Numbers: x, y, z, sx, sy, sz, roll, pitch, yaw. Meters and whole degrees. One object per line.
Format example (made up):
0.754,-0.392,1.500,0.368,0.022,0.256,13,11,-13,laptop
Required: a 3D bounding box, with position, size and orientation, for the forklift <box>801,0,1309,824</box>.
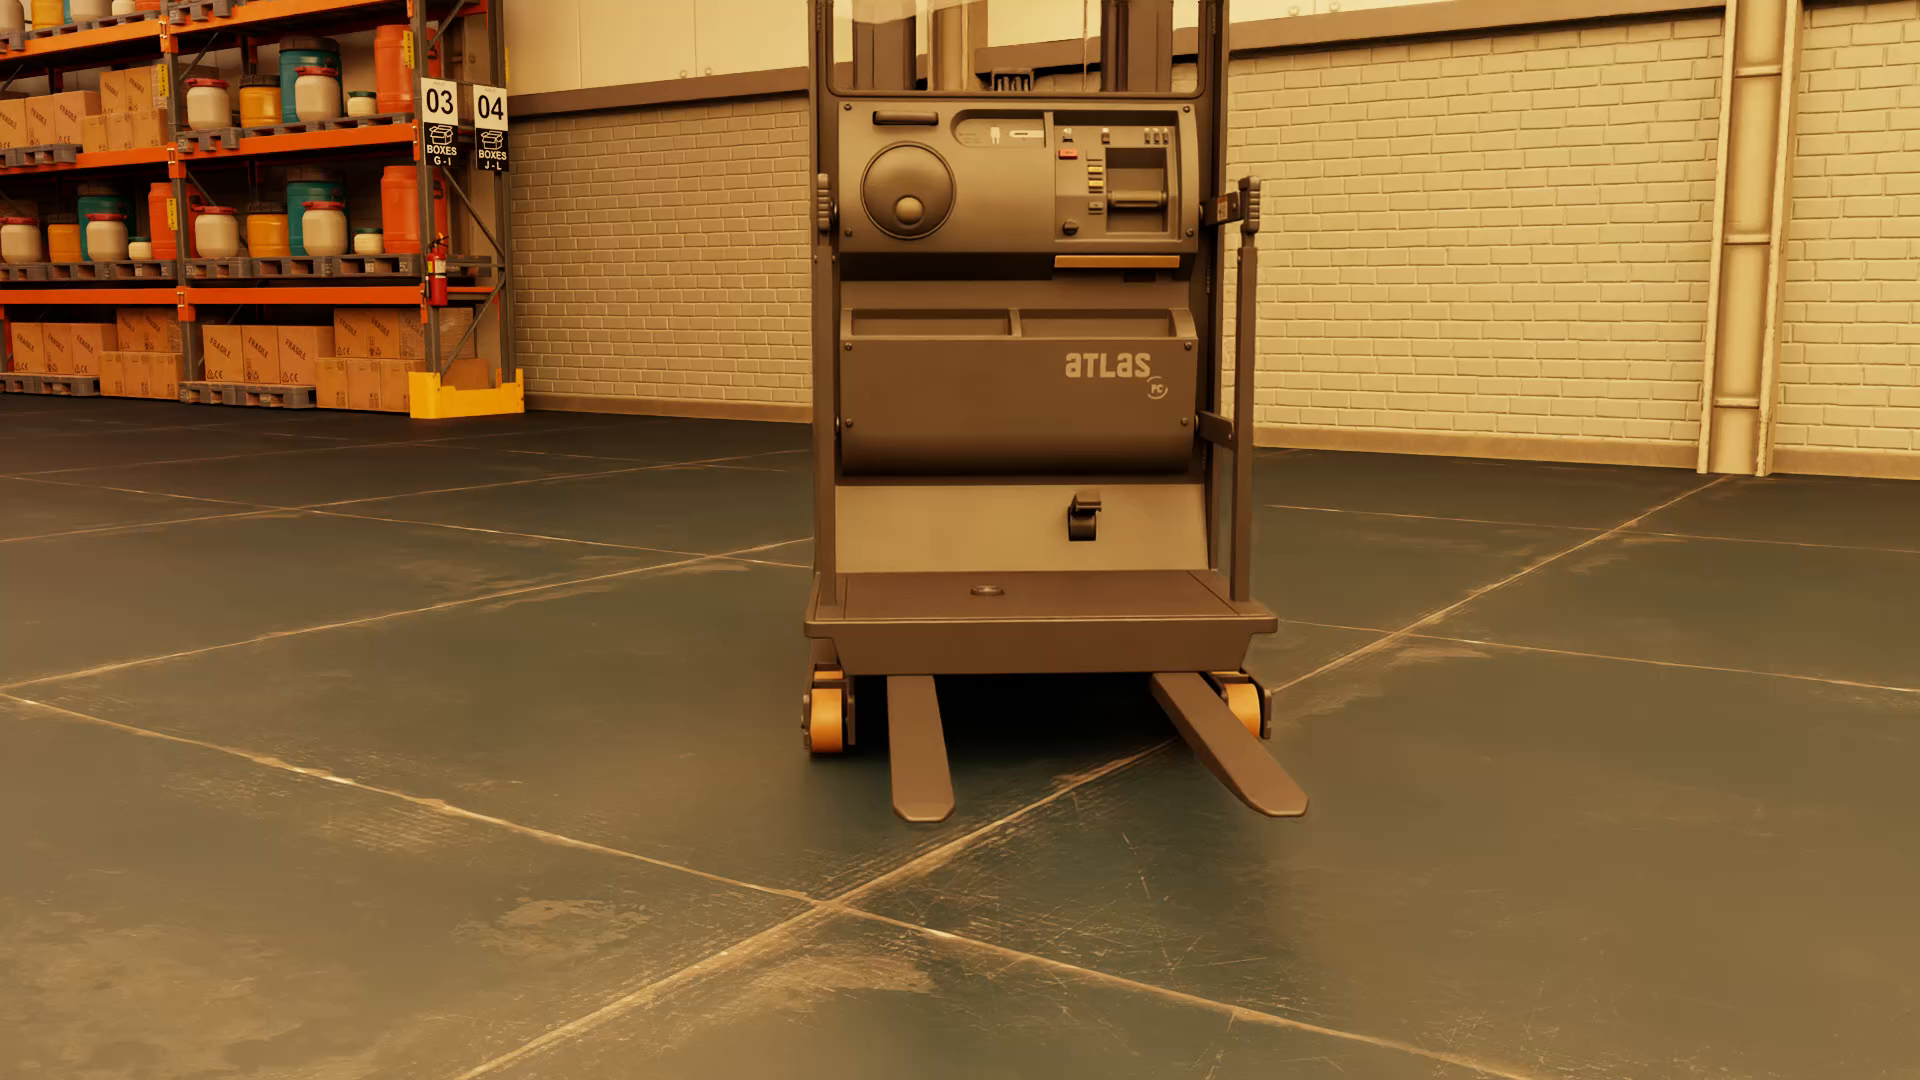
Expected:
0.165,-0.982,4.095,1.130,2.935,3.031,0,8,-3,forklift
